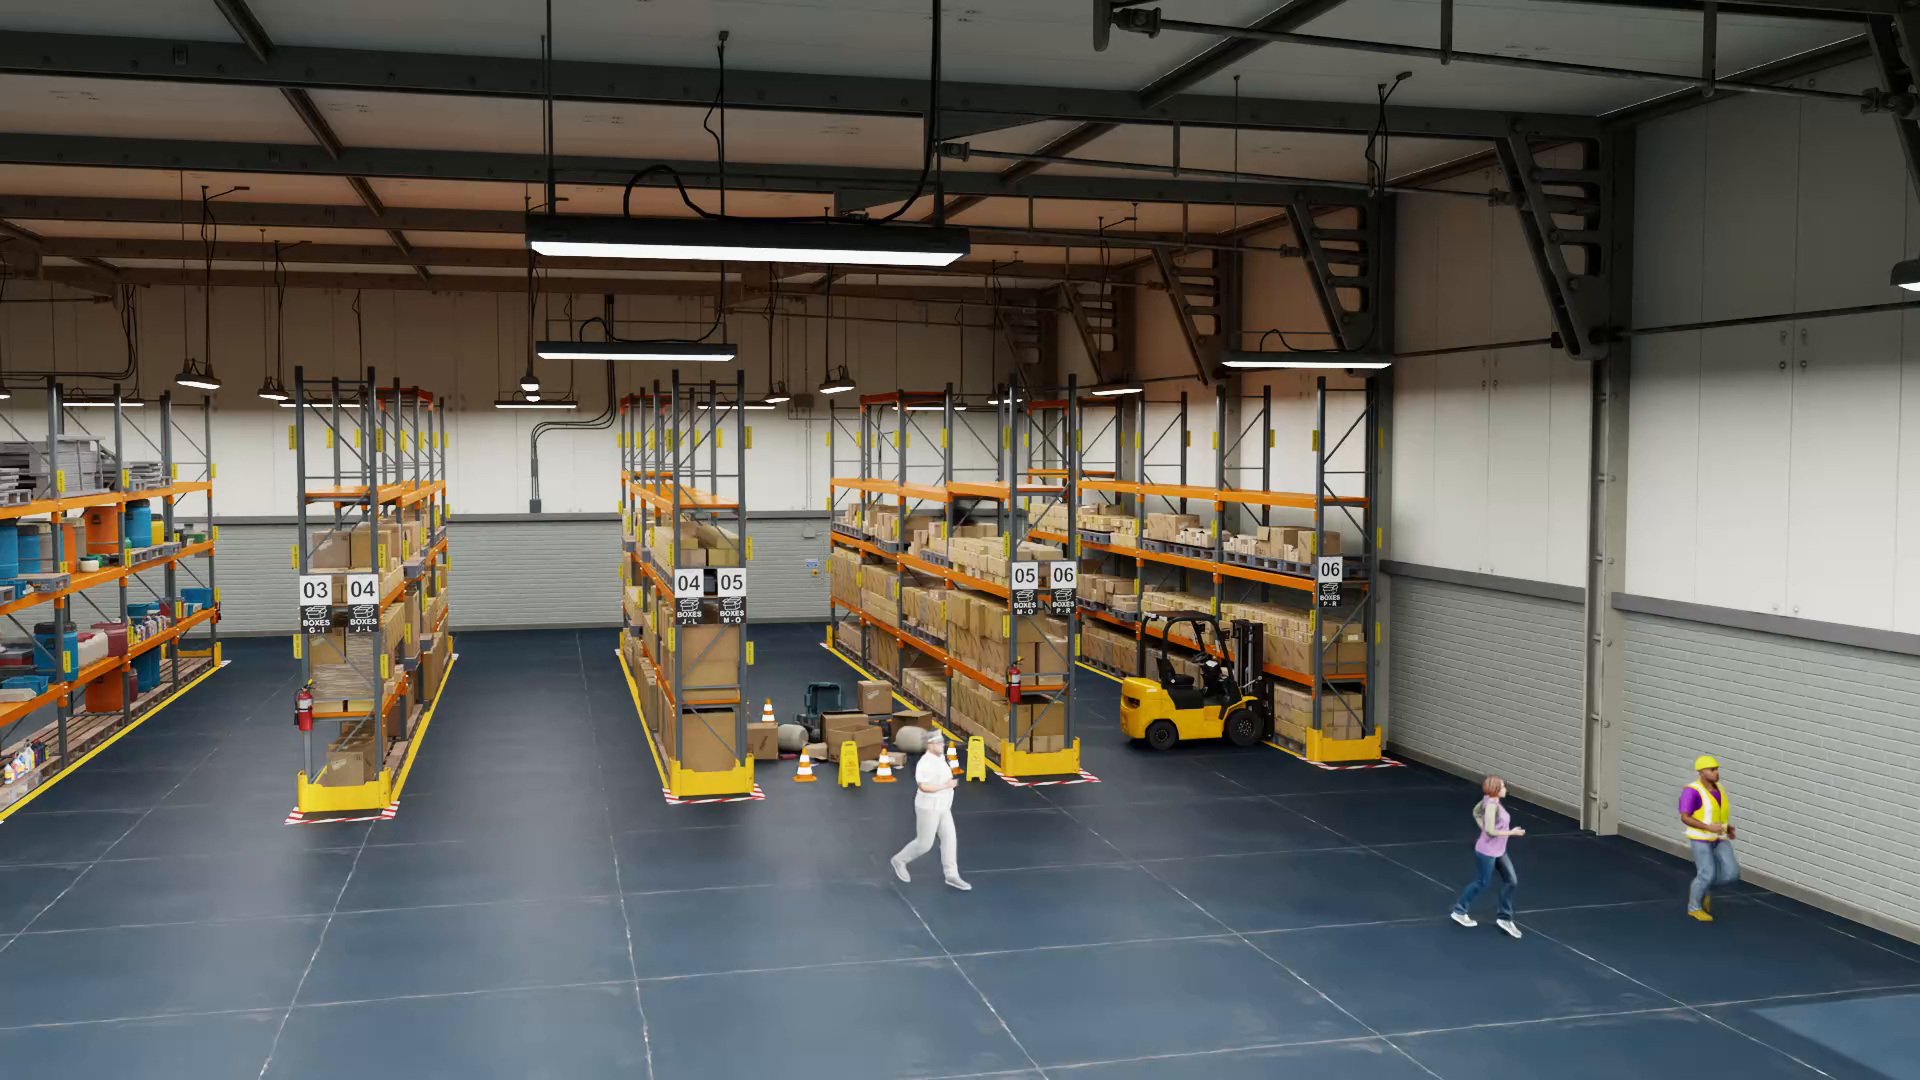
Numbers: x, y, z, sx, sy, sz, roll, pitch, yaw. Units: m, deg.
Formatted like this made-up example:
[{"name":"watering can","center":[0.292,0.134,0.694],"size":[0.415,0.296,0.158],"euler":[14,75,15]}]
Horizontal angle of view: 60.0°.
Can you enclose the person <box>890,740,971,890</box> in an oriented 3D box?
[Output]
[{"name":"person","center":[-0.321,3.009,18.569],"size":[0.950,1.722,0.682],"euler":[2,4,26]}]

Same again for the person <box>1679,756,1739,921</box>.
[{"name":"person","center":[7.806,3.104,17.264],"size":[0.691,1.724,0.586],"euler":[-1,4,-22]}]

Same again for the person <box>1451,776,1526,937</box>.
[{"name":"person","center":[5.355,3.192,16.828],"size":[0.725,1.637,0.525],"euler":[2,4,32]}]

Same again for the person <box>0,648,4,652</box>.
[{"name":"person","center":[-16.911,2.464,28.983],"size":[0.597,1.687,0.713],"euler":[-1,4,-18]}]
